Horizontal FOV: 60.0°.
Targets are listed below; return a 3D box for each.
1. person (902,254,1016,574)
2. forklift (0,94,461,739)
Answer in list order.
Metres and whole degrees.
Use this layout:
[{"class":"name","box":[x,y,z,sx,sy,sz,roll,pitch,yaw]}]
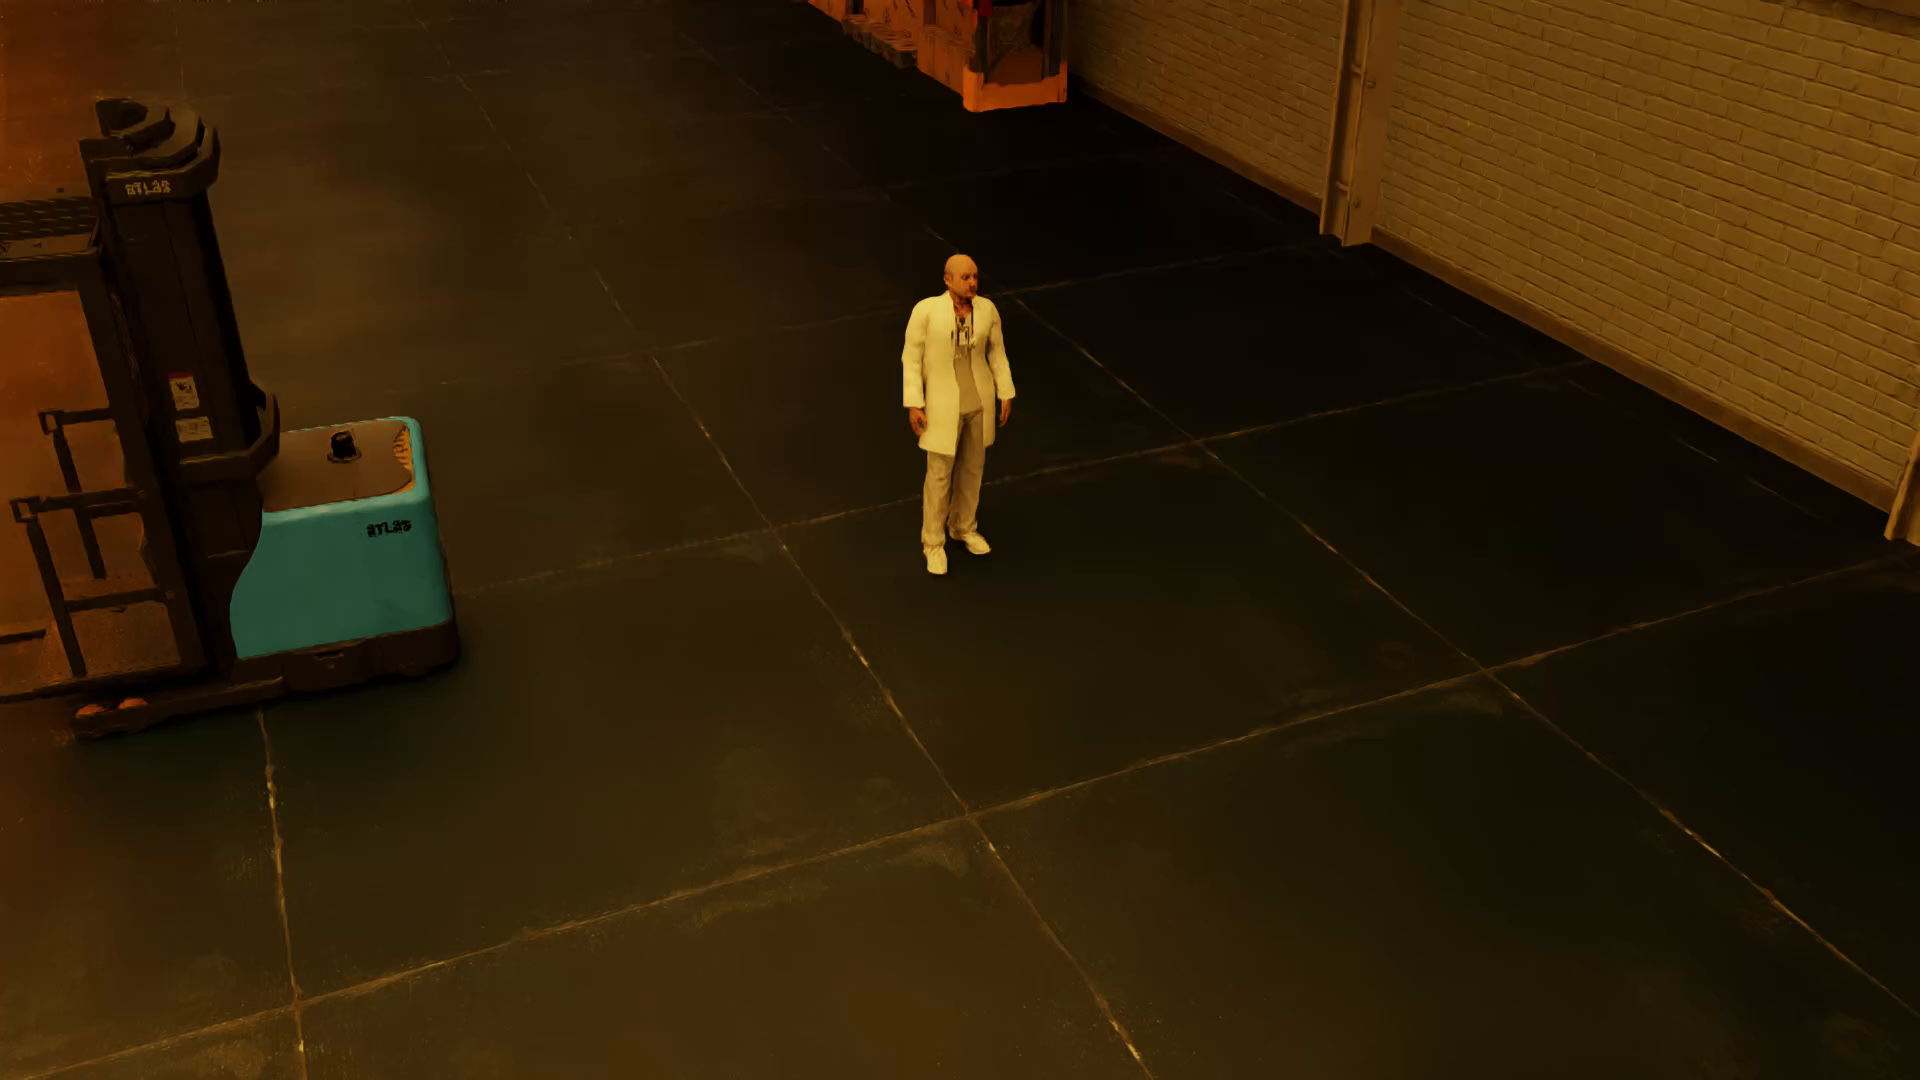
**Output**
[{"class":"person","box":[0.032,-0.736,9.554,0.694,1.776,0.579,-12,32,-20]},{"class":"forklift","box":[-4.240,-0.572,8.120,3.031,2.935,1.130,-10,31,-16]}]
